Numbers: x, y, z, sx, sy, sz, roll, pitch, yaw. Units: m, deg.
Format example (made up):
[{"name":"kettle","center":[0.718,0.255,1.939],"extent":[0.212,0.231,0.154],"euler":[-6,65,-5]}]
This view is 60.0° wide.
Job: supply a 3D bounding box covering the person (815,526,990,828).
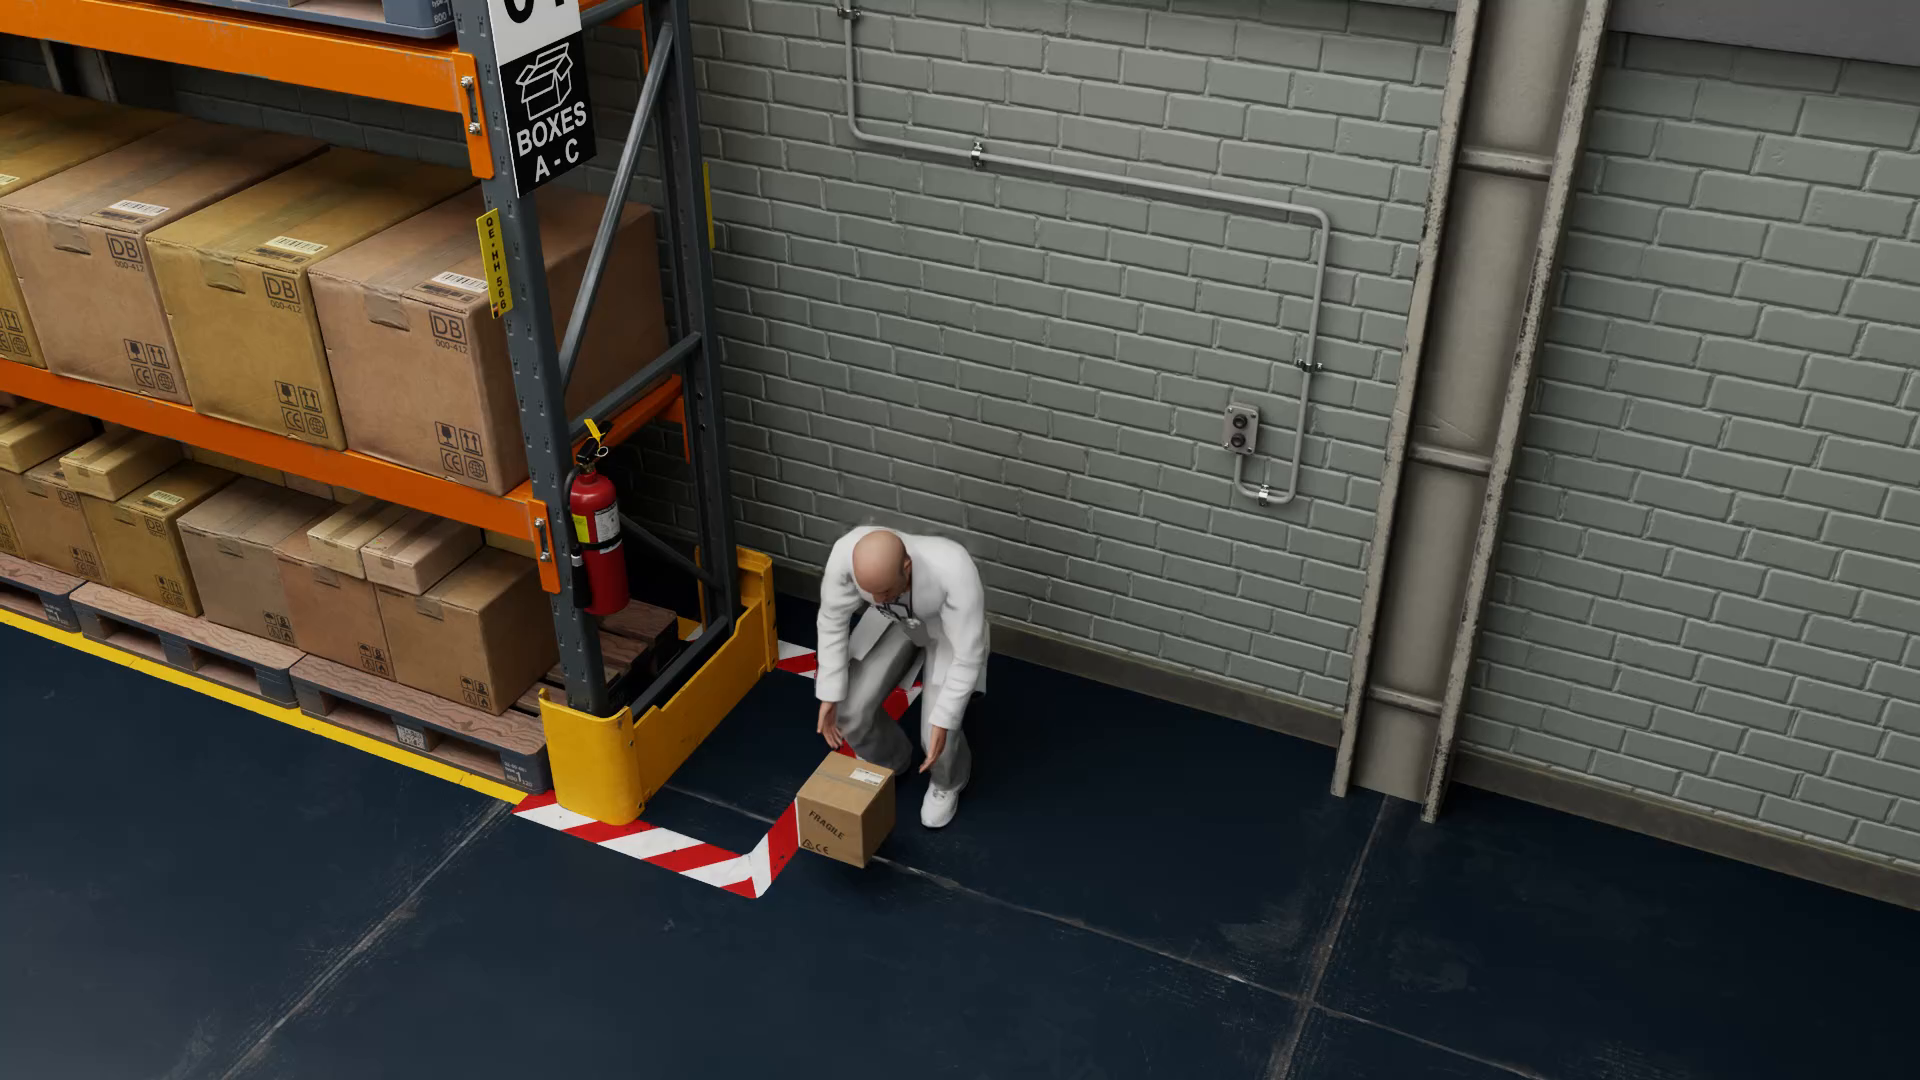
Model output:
[{"name":"person","center":[-0.158,0.414,5.902],"extent":[0.631,1.365,0.750],"euler":[14,36,21]}]
